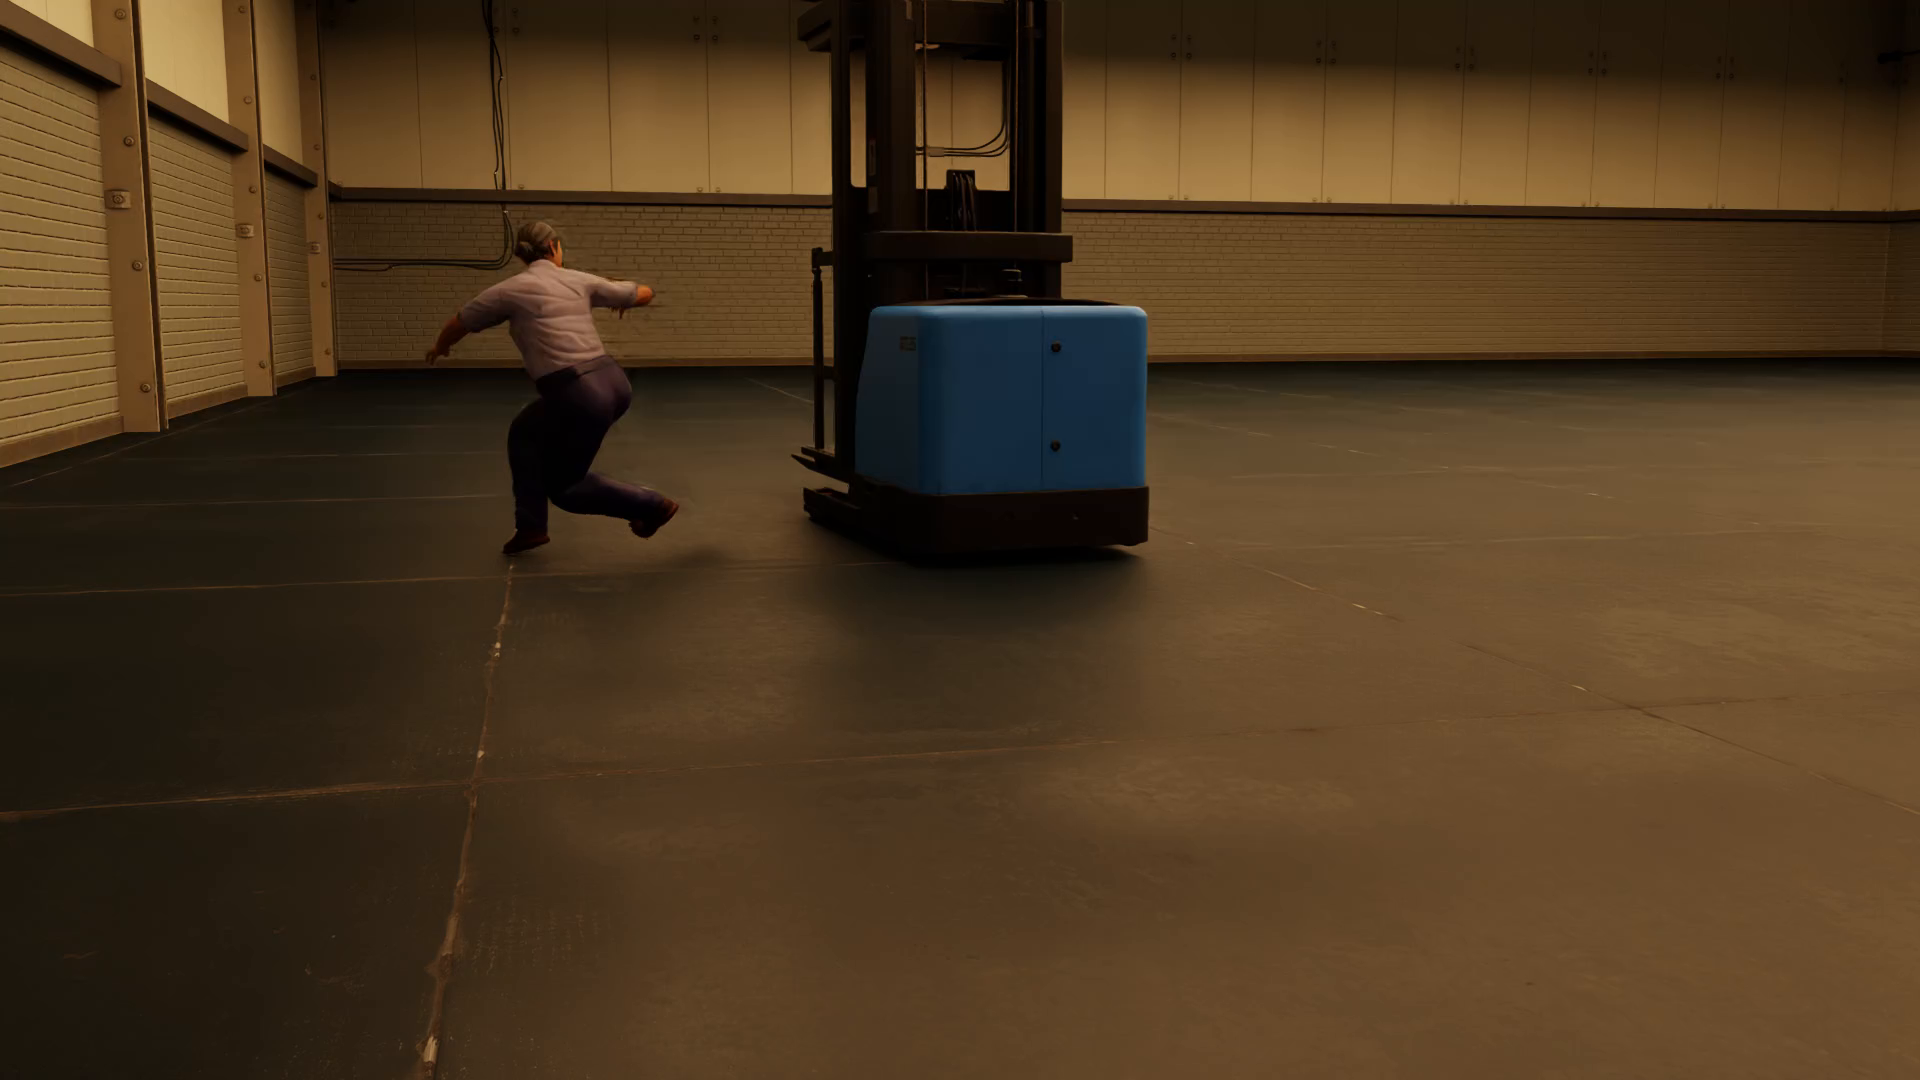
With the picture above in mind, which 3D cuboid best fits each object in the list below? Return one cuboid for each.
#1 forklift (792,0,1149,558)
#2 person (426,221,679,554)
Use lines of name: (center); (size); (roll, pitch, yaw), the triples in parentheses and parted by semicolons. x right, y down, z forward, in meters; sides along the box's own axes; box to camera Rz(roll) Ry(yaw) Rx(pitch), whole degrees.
forklift: (-0.155, -1.544, 8.165); (1.130, 2.935, 3.031); (-3, 8, -19)
person: (-1.734, -0.645, 7.148); (1.081, 1.417, 0.805); (4, 9, 24)
